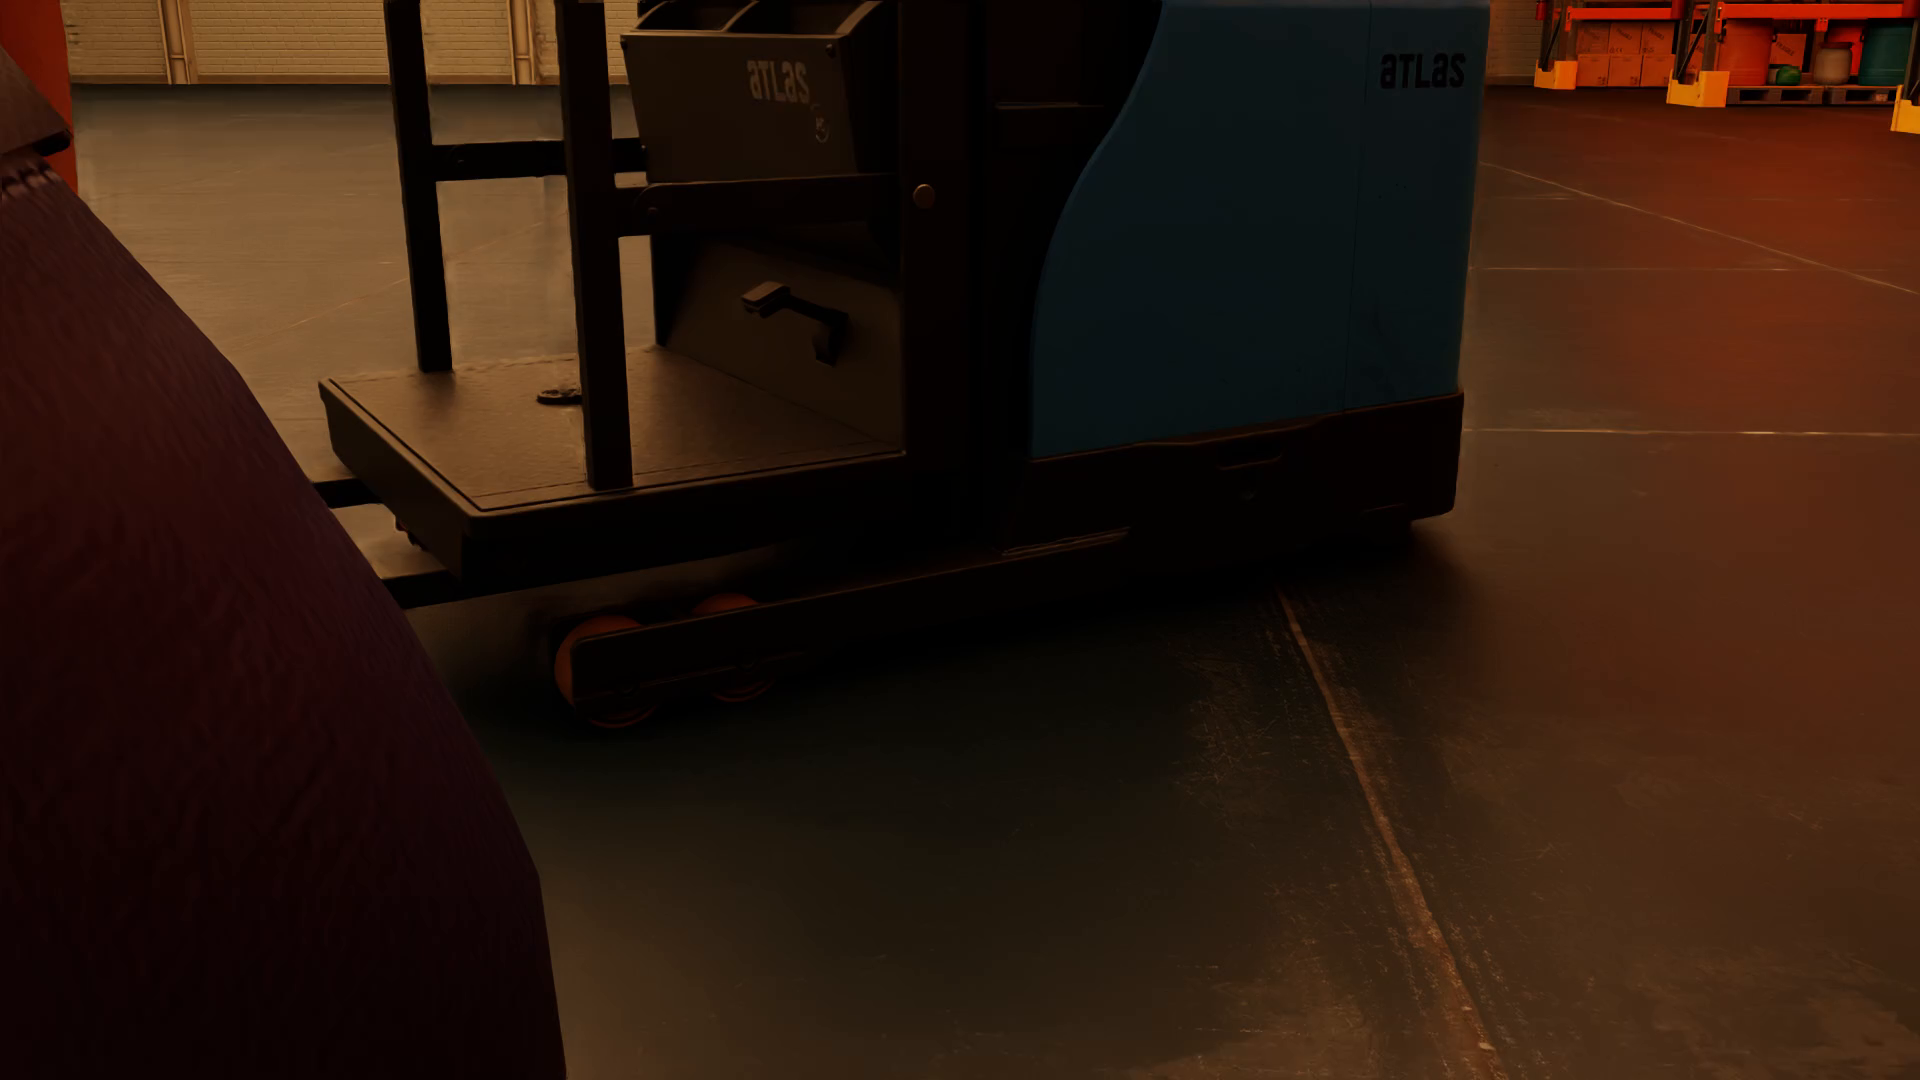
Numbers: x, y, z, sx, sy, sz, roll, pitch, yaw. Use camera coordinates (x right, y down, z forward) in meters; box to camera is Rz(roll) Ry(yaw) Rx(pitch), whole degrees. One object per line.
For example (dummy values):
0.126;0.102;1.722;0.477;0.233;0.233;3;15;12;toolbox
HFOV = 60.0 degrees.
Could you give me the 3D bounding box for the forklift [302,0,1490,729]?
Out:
-0.532;-1.298;2.610;3.031;2.935;1.130;-10;20;-29;forklift
